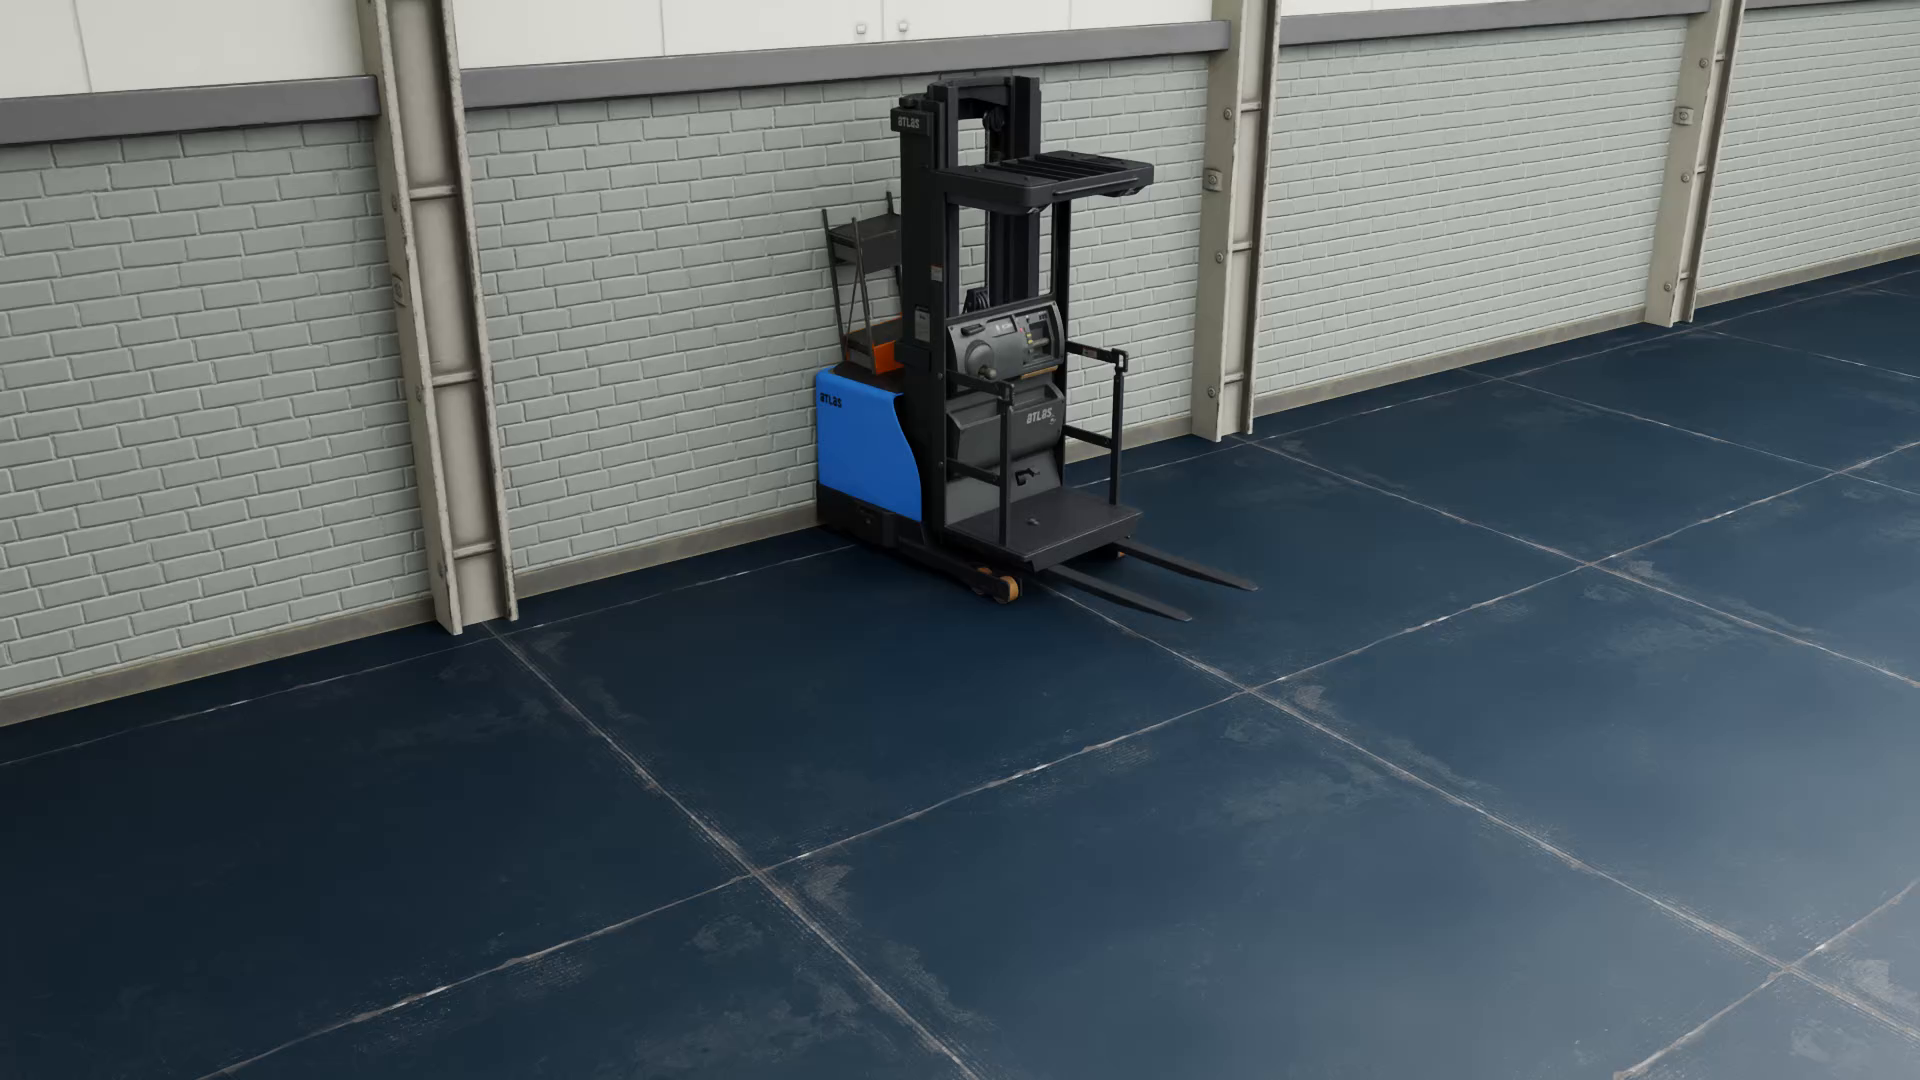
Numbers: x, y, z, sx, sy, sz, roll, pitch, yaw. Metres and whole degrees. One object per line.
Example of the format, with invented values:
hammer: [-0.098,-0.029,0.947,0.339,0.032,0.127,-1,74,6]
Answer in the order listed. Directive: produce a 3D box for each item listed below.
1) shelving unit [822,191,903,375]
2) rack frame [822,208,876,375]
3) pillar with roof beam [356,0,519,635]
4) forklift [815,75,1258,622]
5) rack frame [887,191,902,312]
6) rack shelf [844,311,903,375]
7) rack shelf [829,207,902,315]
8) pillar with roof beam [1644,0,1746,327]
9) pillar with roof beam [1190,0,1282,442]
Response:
shelving unit: [-0.445,-1.161,10.870,0.503,2.100,0.431,-21,29,-28]
rack frame: [-0.645,-1.083,10.754,0.015,2.100,0.400,-21,29,-28]
pillar with roof beam: [-0.318,-2.426,4.835,0.400,9.000,9.100,-15,26,-33]
forklift: [0.433,-1.196,9.938,1.130,2.935,3.031,-20,29,-40]
rack frame: [-0.245,-1.239,10.987,0.015,2.100,0.400,-21,29,-28]
rack shelf: [-0.444,-1.149,10.876,0.480,0.518,0.431,-21,29,-28]
rack shelf: [-0.516,-1.778,10.578,0.480,0.518,0.431,-21,29,-28]
pillar with roof beam: [9.423,-5.024,11.345,0.400,9.000,9.100,-15,26,-33]
pillar with roof beam: [4.552,-3.725,8.090,0.400,9.000,9.100,-15,26,-33]
